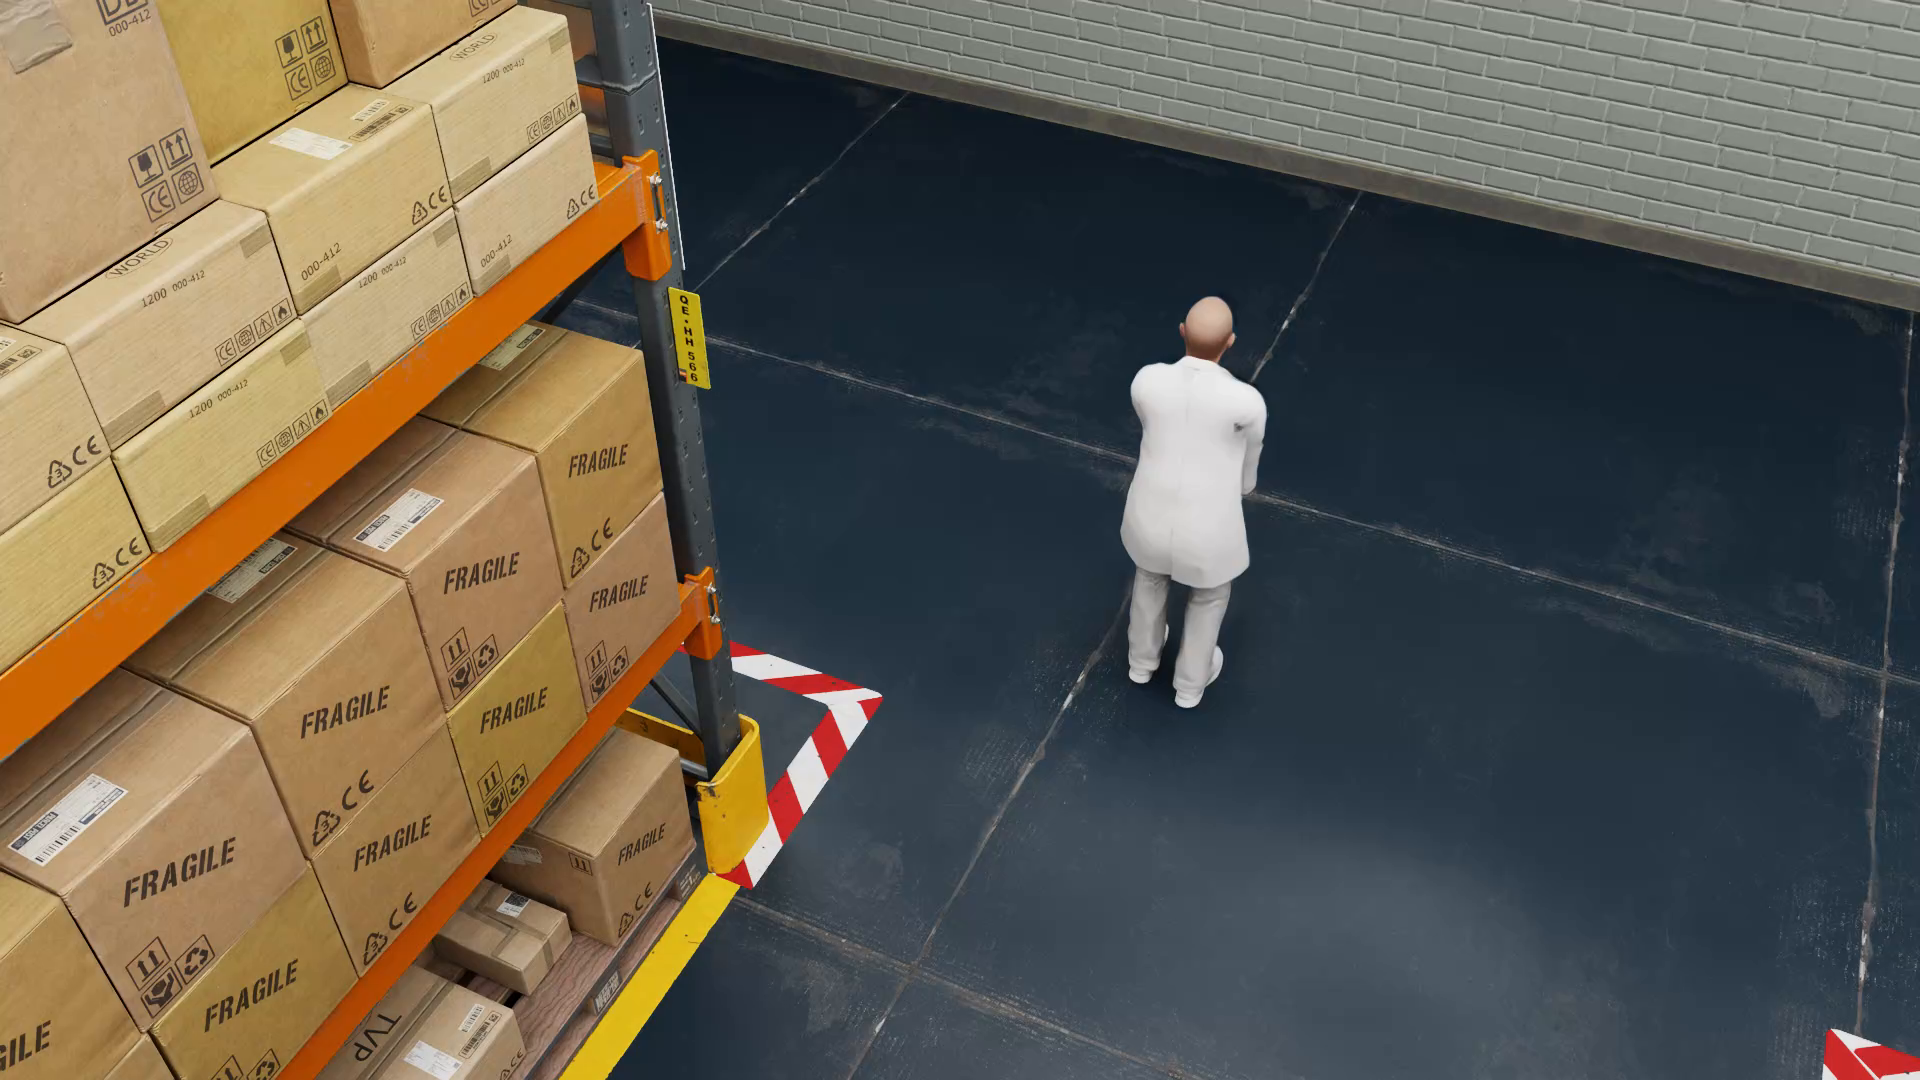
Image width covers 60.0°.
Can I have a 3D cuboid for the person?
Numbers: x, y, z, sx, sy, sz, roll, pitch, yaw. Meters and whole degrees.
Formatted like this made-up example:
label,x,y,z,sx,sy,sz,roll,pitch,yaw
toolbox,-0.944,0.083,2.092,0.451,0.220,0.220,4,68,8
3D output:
label,x,y,z,sx,sy,sz,roll,pitch,yaw
person,0.896,-0.164,6.367,0.529,1.770,0.582,16,44,18
